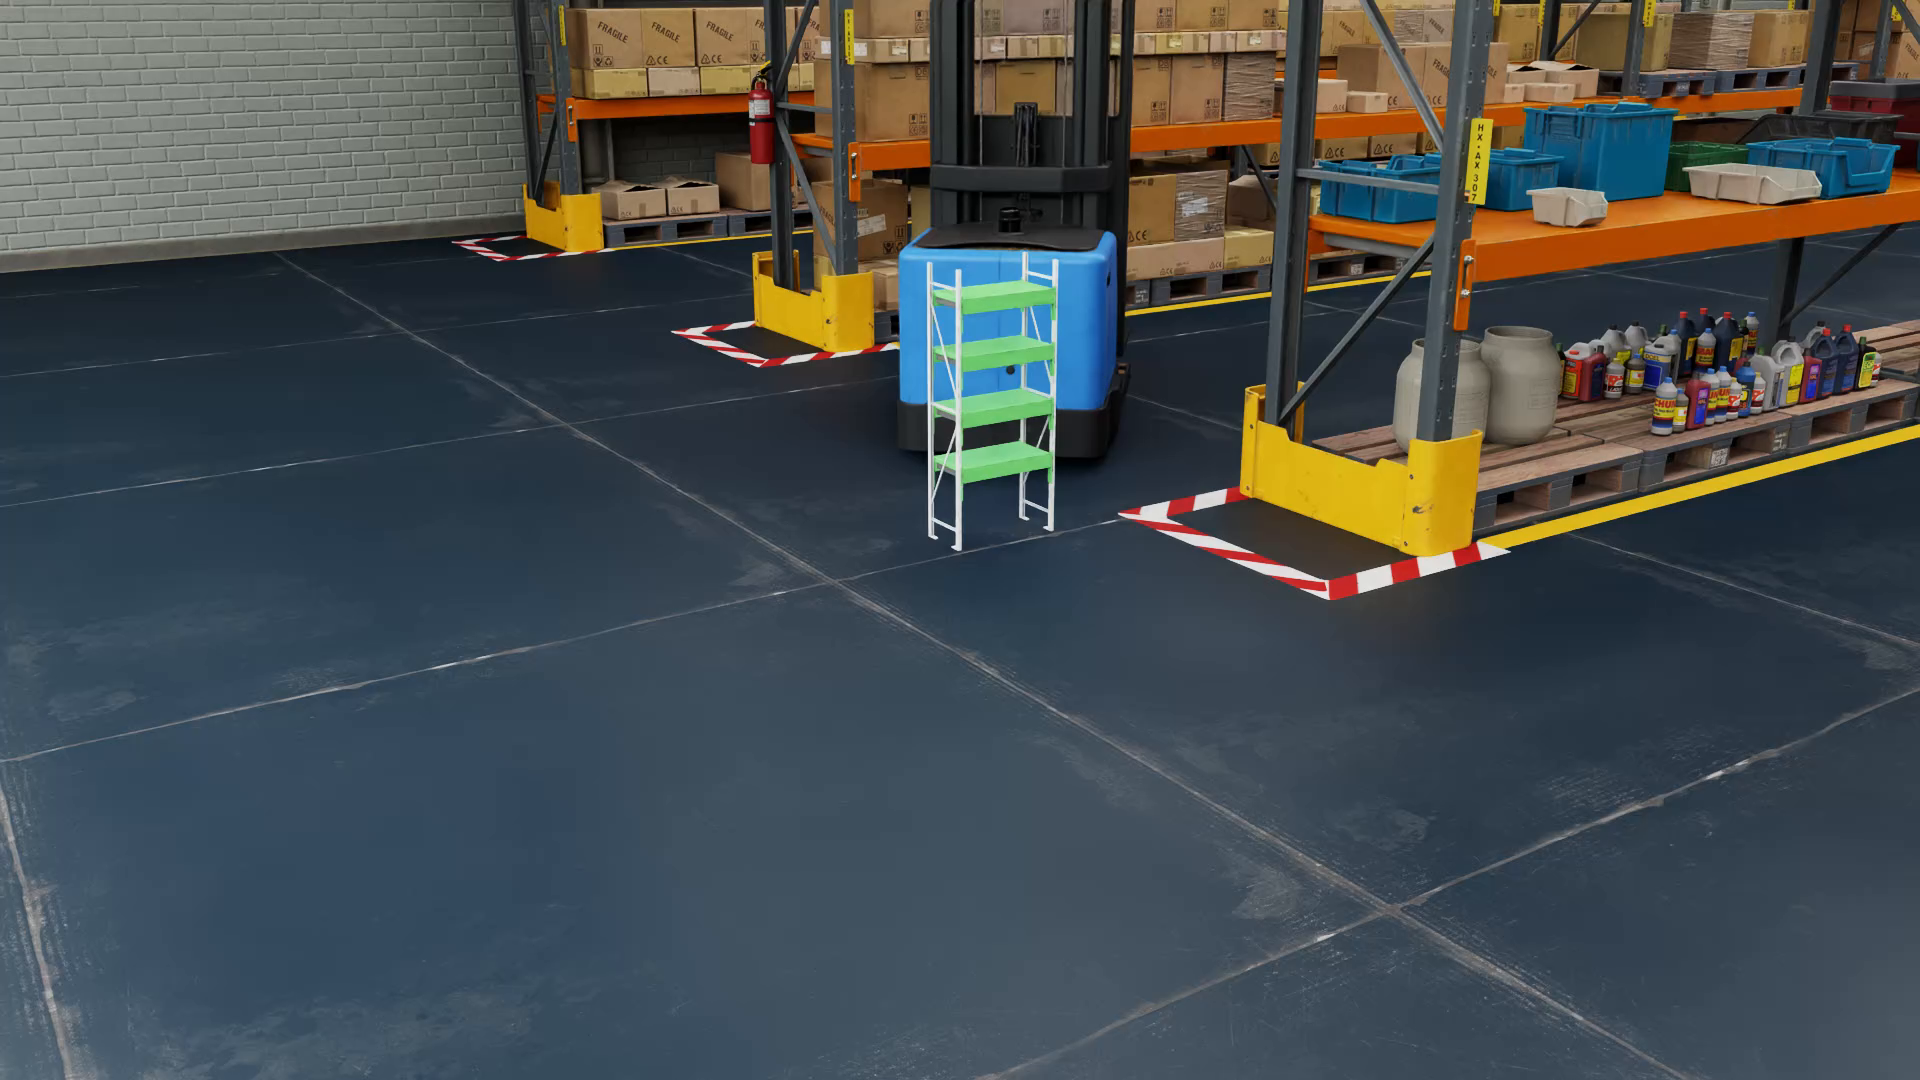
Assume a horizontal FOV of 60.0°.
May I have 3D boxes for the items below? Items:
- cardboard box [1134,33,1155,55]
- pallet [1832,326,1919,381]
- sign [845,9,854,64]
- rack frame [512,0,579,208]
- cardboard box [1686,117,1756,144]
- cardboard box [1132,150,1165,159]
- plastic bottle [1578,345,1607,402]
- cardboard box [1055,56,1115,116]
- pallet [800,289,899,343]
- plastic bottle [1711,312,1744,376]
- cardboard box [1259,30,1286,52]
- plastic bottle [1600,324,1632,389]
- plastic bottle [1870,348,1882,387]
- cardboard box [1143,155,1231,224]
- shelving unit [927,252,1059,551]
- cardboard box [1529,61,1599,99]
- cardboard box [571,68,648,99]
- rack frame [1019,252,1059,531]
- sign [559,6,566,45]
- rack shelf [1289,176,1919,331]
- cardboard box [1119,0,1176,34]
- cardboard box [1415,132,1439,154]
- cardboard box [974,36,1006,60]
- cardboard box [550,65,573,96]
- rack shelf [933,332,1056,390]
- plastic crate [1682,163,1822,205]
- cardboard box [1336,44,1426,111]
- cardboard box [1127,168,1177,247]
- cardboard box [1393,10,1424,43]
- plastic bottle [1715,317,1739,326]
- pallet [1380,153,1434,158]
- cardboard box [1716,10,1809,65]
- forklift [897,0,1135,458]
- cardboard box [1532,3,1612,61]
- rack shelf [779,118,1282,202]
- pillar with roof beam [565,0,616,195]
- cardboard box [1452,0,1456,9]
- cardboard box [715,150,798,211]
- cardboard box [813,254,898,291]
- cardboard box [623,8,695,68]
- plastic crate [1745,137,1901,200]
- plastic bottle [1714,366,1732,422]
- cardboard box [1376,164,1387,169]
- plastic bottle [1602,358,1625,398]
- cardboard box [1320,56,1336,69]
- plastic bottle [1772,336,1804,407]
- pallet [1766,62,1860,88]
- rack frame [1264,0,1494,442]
[{"bbox_3d":[1.183,-3.558,11.916,0.250,0.149,0.380,-11,22,-30],"label":"cardboard box"},{"bbox_3d":[5.709,-1.034,9.973,1.213,0.211,1.003,-12,22,-31],"label":"pallet"},{"bbox_3d":[-0.687,-3.125,10.330,0.005,0.325,0.100,-12,22,-31],"label":"sign"},{"bbox_3d":[-3.715,-4.152,14.841,0.127,3.000,1.000,-12,22,-31],"label":"rack frame"},{"bbox_3d":[7.662,-4.124,16.806,0.500,0.250,0.500,-12,22,-31],"label":"cardboard box"},{"bbox_3d":[1.900,-4.385,18.746,0.500,0.500,0.700,-12,22,-31],"label":"cardboard box"},{"bbox_3d":[3.311,-0.873,8.697,0.133,0.283,0.061,-12,22,-31],"label":"plastic bottle"},{"bbox_3d":[0.701,-3.227,11.950,0.500,0.500,0.700,-11,22,-30],"label":"cardboard box"},{"bbox_3d":[-0.371,-1.652,11.802,1.213,0.211,1.003,-12,22,-31],"label":"pallet"},{"bbox_3d":[4.252,-1.090,9.234,0.185,0.351,0.144,-12,22,-31],"label":"plastic bottle"},{"bbox_3d":[2.244,-3.781,12.577,0.250,0.149,0.380,-12,22,-31],"label":"cardboard box"},{"bbox_3d":[3.504,-0.988,8.932,0.185,0.351,0.144,-11,22,-29],"label":"plastic bottle"},{"bbox_3d":[4.943,-0.942,9.029,0.097,0.201,0.097,0,19,0],"label":"plastic bottle"},{"bbox_3d":[1.794,-2.785,13.267,0.500,0.500,0.500,-12,22,-31],"label":"cardboard box"},{"bbox_3d":[0.138,-0.598,7.139,0.503,1.200,0.258,-12,22,-31],"label":"shelving unit"},{"bbox_3d":[5.367,-4.142,14.951,0.500,0.311,0.500,-10,21,-28],"label":"cardboard box"},{"bbox_3d":[-3.132,-4.091,14.865,0.500,0.250,0.500,-13,22,-33],"label":"cardboard box"},{"bbox_3d":[0.342,-0.641,7.266,0.015,1.200,0.240,-12,22,-31],"label":"rack frame"},{"bbox_3d":[-3.416,-4.417,14.273,0.005,0.325,0.100,-12,22,-31],"label":"sign"},{"bbox_3d":[3.404,-1.513,8.160,4.000,0.370,1.077,-12,22,-31],"label":"rack shelf"},{"bbox_3d":[1.147,-3.936,12.023,0.500,0.500,0.700,-12,22,-31],"label":"cardboard box"},{"bbox_3d":[5.836,-5.297,20.929,0.750,0.750,0.750,-12,22,-31],"label":"cardboard box"},{"bbox_3d":[0.099,-3.328,11.236,0.250,0.149,0.380,-12,22,-32],"label":"cardboard box"},{"bbox_3d":[-3.431,-4.224,15.259,0.500,0.250,0.500,-12,22,-31],"label":"cardboard box"},{"bbox_3d":[0.138,-0.764,7.082,0.480,0.148,0.258,-12,22,-31],"label":"rack shelf"},{"bbox_3d":[3.858,-1.727,8.083,0.437,0.136,0.530,-12,22,-31],"label":"plastic crate"},{"bbox_3d":[3.444,-3.803,13.654,0.500,0.500,0.500,-10,21,-28],"label":"cardboard box"},{"bbox_3d":[1.247,-2.469,12.332,0.500,0.500,0.500,-12,22,-31],"label":"cardboard box"},{"bbox_3d":[5.216,-6.136,20.058,0.500,0.500,0.500,-12,22,-31],"label":"cardboard box"},{"bbox_3d":[4.313,-1.121,9.443,0.135,0.276,0.152,-11,22,-29],"label":"plastic bottle"},{"bbox_3d":[5.704,-4.788,21.078,1.213,0.211,1.003,-12,22,-31],"label":"pallet"},{"bbox_3d":[7.977,-5.025,16.614,0.500,0.500,0.700,-8,20,-23],"label":"cardboard box"},{"bbox_3d":[0.418,-2.226,9.252,1.130,2.935,3.031,3,19,8],"label":"forklift"},{"bbox_3d":[7.984,-6.756,22.078,0.700,0.700,0.980,-13,23,-34],"label":"cardboard box"},{"bbox_3d":[0.683,-2.839,12.081,4.000,0.370,1.077,-12,22,-31],"label":"rack shelf"},{"bbox_3d":[-1.238,-6.197,11.523,0.400,9.000,9.100,-12,22,-31],"label":"pillar with roof beam"},{"bbox_3d":[6.058,-6.668,20.461,0.500,0.250,0.500,-11,22,-30],"label":"cardboard box"},{"bbox_3d":[-1.971,-3.490,16.100,0.500,0.500,0.700,-14,23,-35],"label":"cardboard box"},{"bbox_3d":[-0.702,-1.897,11.810,0.500,0.250,0.500,-12,22,-31],"label":"cardboard box"},{"bbox_3d":[-2.732,-4.533,15.002,0.500,0.500,0.500,-12,22,-31],"label":"cardboard box"},{"bbox_3d":[4.300,-1.868,8.319,0.616,0.251,0.499,-12,22,-31],"label":"plastic crate"},{"bbox_3d":[3.789,-0.732,8.298,0.097,0.271,0.097,0,19,0],"label":"plastic bottle"},{"bbox_3d":[3.805,-3.110,14.522,0.500,0.311,0.500,-12,22,-32],"label":"cardboard box"},{"bbox_3d":[3.452,-0.857,8.777,0.097,0.201,0.097,0,19,0],"label":"plastic bottle"},{"bbox_3d":[4.207,-5.639,19.601,0.250,0.149,0.380,-11,22,-30],"label":"cardboard box"},{"bbox_3d":[4.265,-0.878,8.609,0.185,0.351,0.144,-12,22,-32],"label":"plastic bottle"},{"bbox_3d":[8.308,-4.738,16.877,1.213,0.211,1.003,-12,22,-31],"label":"pallet"},{"bbox_3d":[1.734,-1.502,7.003,0.127,3.000,1.000,-12,22,-31],"label":"rack frame"}]
